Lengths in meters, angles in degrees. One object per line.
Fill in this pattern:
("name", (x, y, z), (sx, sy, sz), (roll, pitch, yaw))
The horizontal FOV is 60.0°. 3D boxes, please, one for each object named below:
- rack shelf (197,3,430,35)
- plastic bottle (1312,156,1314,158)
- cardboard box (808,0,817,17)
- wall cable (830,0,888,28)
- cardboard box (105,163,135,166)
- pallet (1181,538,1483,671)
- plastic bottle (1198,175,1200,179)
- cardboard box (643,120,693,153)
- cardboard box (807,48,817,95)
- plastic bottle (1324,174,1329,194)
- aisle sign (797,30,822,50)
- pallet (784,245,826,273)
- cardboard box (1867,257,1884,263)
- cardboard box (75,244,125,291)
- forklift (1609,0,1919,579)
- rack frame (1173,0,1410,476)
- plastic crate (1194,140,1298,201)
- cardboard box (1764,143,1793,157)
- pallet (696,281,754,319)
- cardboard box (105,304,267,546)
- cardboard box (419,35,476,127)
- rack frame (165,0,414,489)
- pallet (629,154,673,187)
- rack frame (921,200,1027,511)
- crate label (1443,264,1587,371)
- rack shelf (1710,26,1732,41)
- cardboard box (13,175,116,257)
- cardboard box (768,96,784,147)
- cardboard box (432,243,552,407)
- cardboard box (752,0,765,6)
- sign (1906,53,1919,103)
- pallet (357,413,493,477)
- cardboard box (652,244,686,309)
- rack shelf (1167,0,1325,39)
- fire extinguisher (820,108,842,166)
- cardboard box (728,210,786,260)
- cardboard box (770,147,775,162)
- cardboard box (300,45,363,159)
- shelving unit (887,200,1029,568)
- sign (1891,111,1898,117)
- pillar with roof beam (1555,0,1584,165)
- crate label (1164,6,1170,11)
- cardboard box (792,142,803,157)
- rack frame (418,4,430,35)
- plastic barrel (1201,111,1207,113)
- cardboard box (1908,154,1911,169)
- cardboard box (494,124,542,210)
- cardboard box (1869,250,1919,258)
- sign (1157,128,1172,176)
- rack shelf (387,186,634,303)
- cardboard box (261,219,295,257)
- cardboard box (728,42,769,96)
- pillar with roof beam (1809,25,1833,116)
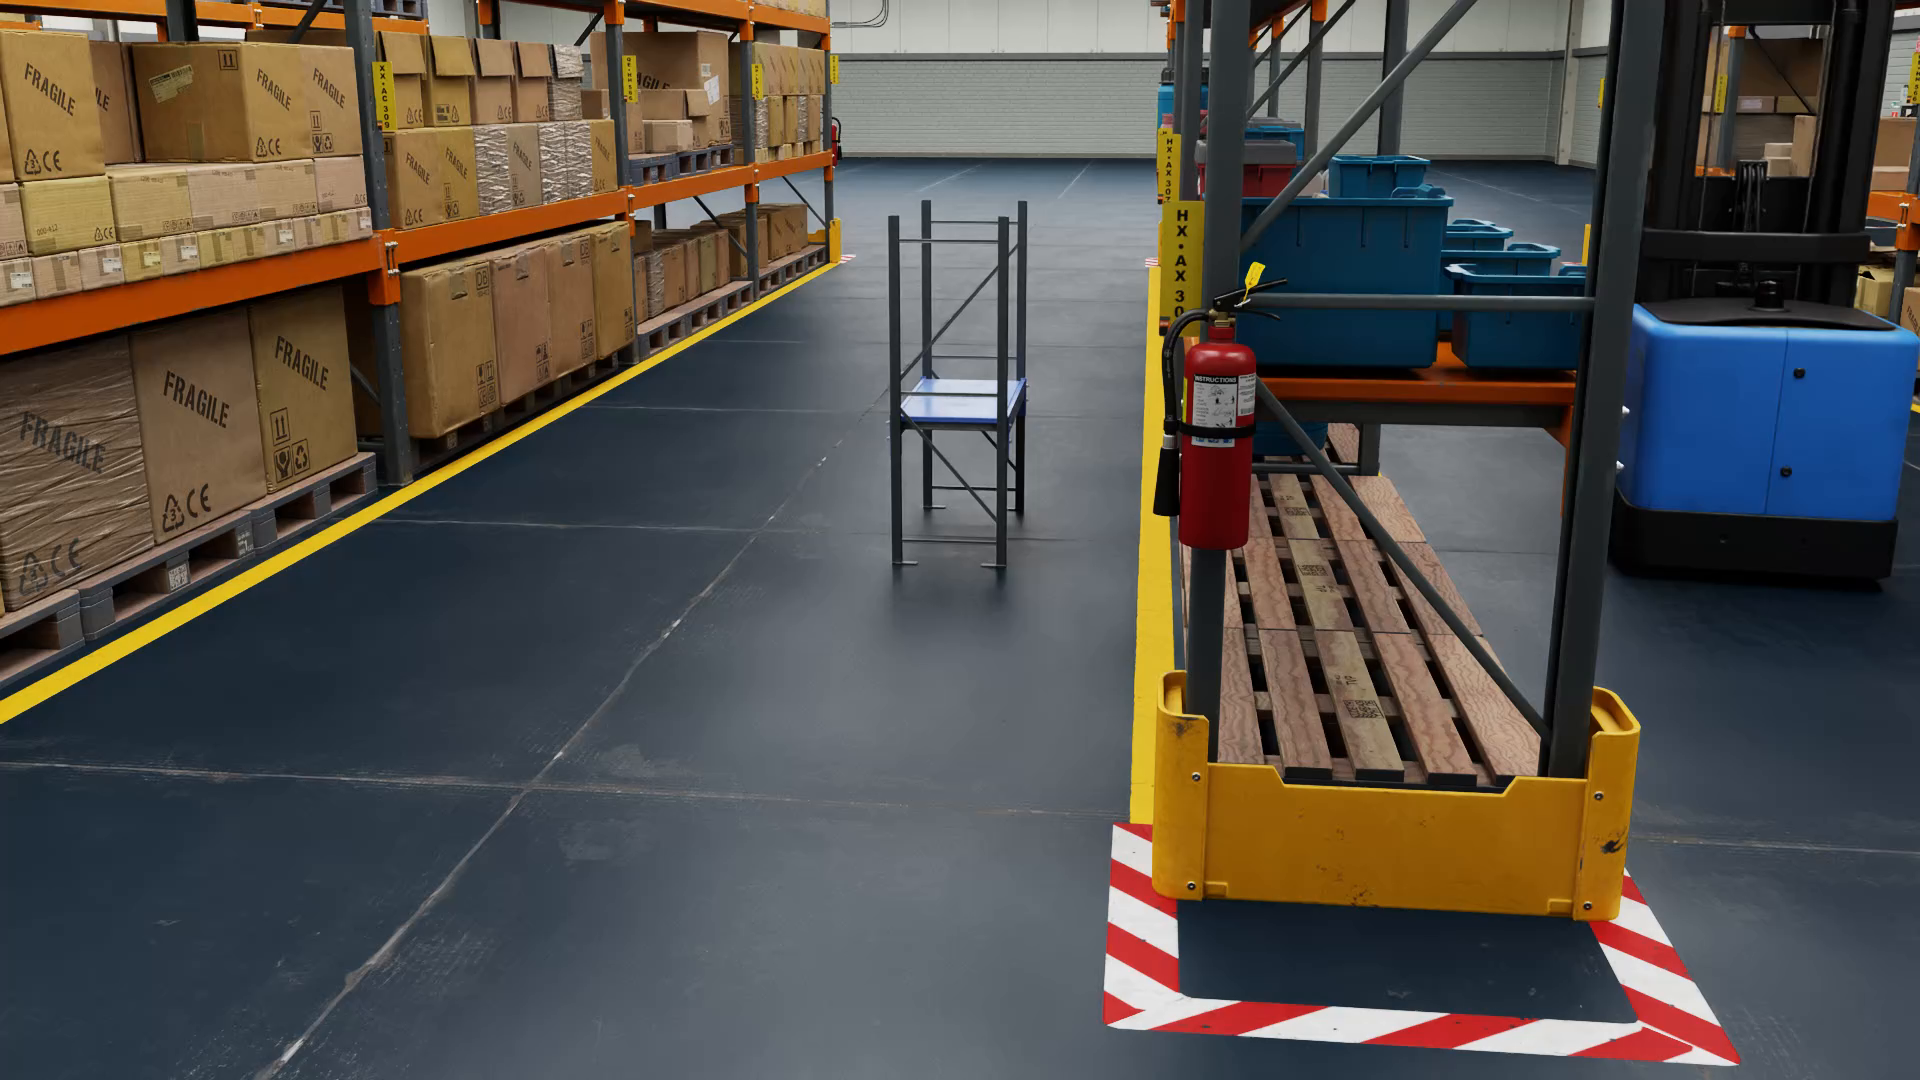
("rack shelf", (-7.174, -5.613, 18.306), (1.077, 0.370, 4.000), (2, 15, 6))
("plastic bottle", (2.339, -2.405, 11.032), (0.061, 0.283, 0.133), (2, 15, 6))
("cardboard box", (-1.887, -5.973, 18.544), (0.500, 0.250, 0.500), (2, 15, 7))
("wall cable", (-3.322, -17.902, 50.112), (2.305, 6.003, 0.169), (2, 15, 6))
("cardboard box", (-3.813, -1.440, 6.960), (0.500, 0.250, 0.500), (2, 15, 8))
("pallet", (1.356, 0.254, 6.317), (1.003, 0.211, 1.213), (2, 15, 6))
("plastic bottle", (1.335, -1.873, 8.937), (0.144, 0.351, 0.185), (2, 15, 6))
("cardboard box", (-2.517, -3.342, 13.759), (0.500, 0.250, 0.500), (1, 15, 5))
("cardboard box", (-1.899, -5.254, 18.668), (0.500, 0.500, 0.500), (2, 15, 6))
("plastic bottle", (2.071, -1.890, 9.142), (0.152, 0.276, 0.135), (2, 15, 6))
("aisle sign", (-1.727, -6.121, 19.573), (0.394, 0.787, 0.004), (2, 15, 6))
("pallet", (-2.167, -3.284, 19.401), (1.003, 0.211, 1.213), (2, 15, 6))
("cardboard box", (6.835, -2.046, 12.872), (0.500, 0.311, 0.500), (2, 15, 6))
("cardboard box", (-3.326, -1.004, 6.109), (0.380, 0.149, 0.250), (2, 15, 6))
("forklift", (3.659, -1.597, 7.954), (1.130, 2.935, 3.031), (4, 16, 13))
("rack frame", (1.536, -1.601, 7.836), (1.000, 3.000, 0.127), (2, 15, 6))
("plastic crate", (1.186, -1.436, 6.990), (0.402, 0.464, 0.583), (2, 15, 6))
("cardboard box", (7.347, -3.327, 14.508), (0.500, 0.250, 0.500), (3, 15, 10))
("pallet", (-2.569, -2.274, 15.666), (1.003, 0.211, 1.213), (2, 15, 6))
("cardboard box", (-3.641, -0.522, 7.110), (0.875, 0.875, 0.875), (2, 15, 6))
("cardboard box", (-3.233, -2.623, 9.502), (0.797, 0.503, 0.637), (2, 15, 7))
("rack frame", (-3.386, -1.747, 8.375), (1.000, 3.000, 0.127), (2, 15, 6))
("pallet", (-2.960, -2.880, 12.932), (1.213, 0.211, 1.003), (2, 15, 6))
("rack frame", (0.067, -0.878, 8.036), (0.500, 1.500, 0.032), (2, 15, 6))
("crate label", (1.439, -0.566, 4.214), (0.416, 0.233, 0.303), (2, 15, 6))
("rack shelf", (7.585, -5.148, 16.587), (1.077, 0.370, 4.000), (2, 15, 6))
("cardboard box", (-3.402, -1.162, 5.931), (0.500, 0.250, 0.500), (1, 15, 4))
("cardboard box", (-2.279, -4.257, 16.897), (0.875, 0.500, 0.500), (2, 15, 6))
("cardboard box", (-3.233, -1.322, 10.071), (1.225, 0.875, 0.875), (1, 15, 4))
("cardboard box", (-2.178, -5.306, 16.080), (0.500, 0.250, 0.500), (1, 15, 4))
("sign", (6.356, -3.066, 11.035), (0.100, 0.325, 0.005), (2, 15, 6))
("pallet", (-3.374, -0.603, 9.487), (1.003, 0.211, 1.213), (2, 15, 6))
("cardboard box", (-2.772, -2.256, 14.204), (0.700, 0.500, 0.500), (3, 15, 11))
("rack shelf", (2.213, -4.258, 13.293), (1.077, 0.370, 4.000), (2, 15, 6))
("fire extinguisher", (-1.561, -4.838, 19.955), (0.296, 0.674, 0.183), (2, 15, 6))
("cardboard box", (-2.242, -3.376, 18.384), (0.500, 0.500, 0.500), (3, 15, 11))
("cardboard box", (-2.099, -3.942, 16.977), (0.380, 0.149, 0.250), (2, 15, 6))
("cardboard box", (-3.172, -2.053, 7.788), (0.500, 0.500, 0.500), (2, 15, 8))
("shelving unit", (0.010, -0.746, 7.548), (0.538, 1.500, 1.048), (2, 15, 6))
("sign", (14.673, -6.568, 26.137), (0.001, 0.329, 0.234), (2, 15, 6))
("pillar with roof beam", (12.622, -15.018, 45.962), (9.100, 9.000, 0.400), (2, 15, 6))
("crate label", (2.350, -5.614, 17.214), (0.502, 0.251, 0.408), (2, 15, 6))
("cardboard box", (-1.924, -4.266, 18.172), (0.380, 0.149, 0.250), (2, 15, 6))
("rack frame", (-6.949, -5.031, 20.522), (1.000, 3.000, 0.127), (2, 15, 6))
("plastic barrel", (1.981, -3.197, 13.479), (0.433, 0.535, 0.433), (0, 15, 0))
("cardboard box", (7.202, -2.675, 11.978), (0.500, 0.311, 0.500), (2, 15, 6))
("cardboard box", (-2.920, -2.301, 10.235), (0.500, 0.500, 0.500), (2, 15, 7))
("cardboard box", (7.427, -2.167, 13.317), (0.500, 0.311, 0.500), (2, 15, 6))
("sign", (1.440, -2.731, 11.704), (0.100, 0.325, 0.005), (2, 15, 6))
("rack shelf", (-3.160, -1.918, 10.387), (1.077, 0.370, 4.000), (2, 15, 6))
("cardboard box", (-3.182, -1.337, 7.340), (0.380, 0.149, 0.250), (2, 15, 7))
("cardboard box", (-2.180, -4.605, 16.270), (0.500, 0.500, 0.500), (2, 15, 6))
("pillar with roof beam", (10.591, -10.349, 28.697), (9.100, 9.000, 0.400), (2, 15, 6))
